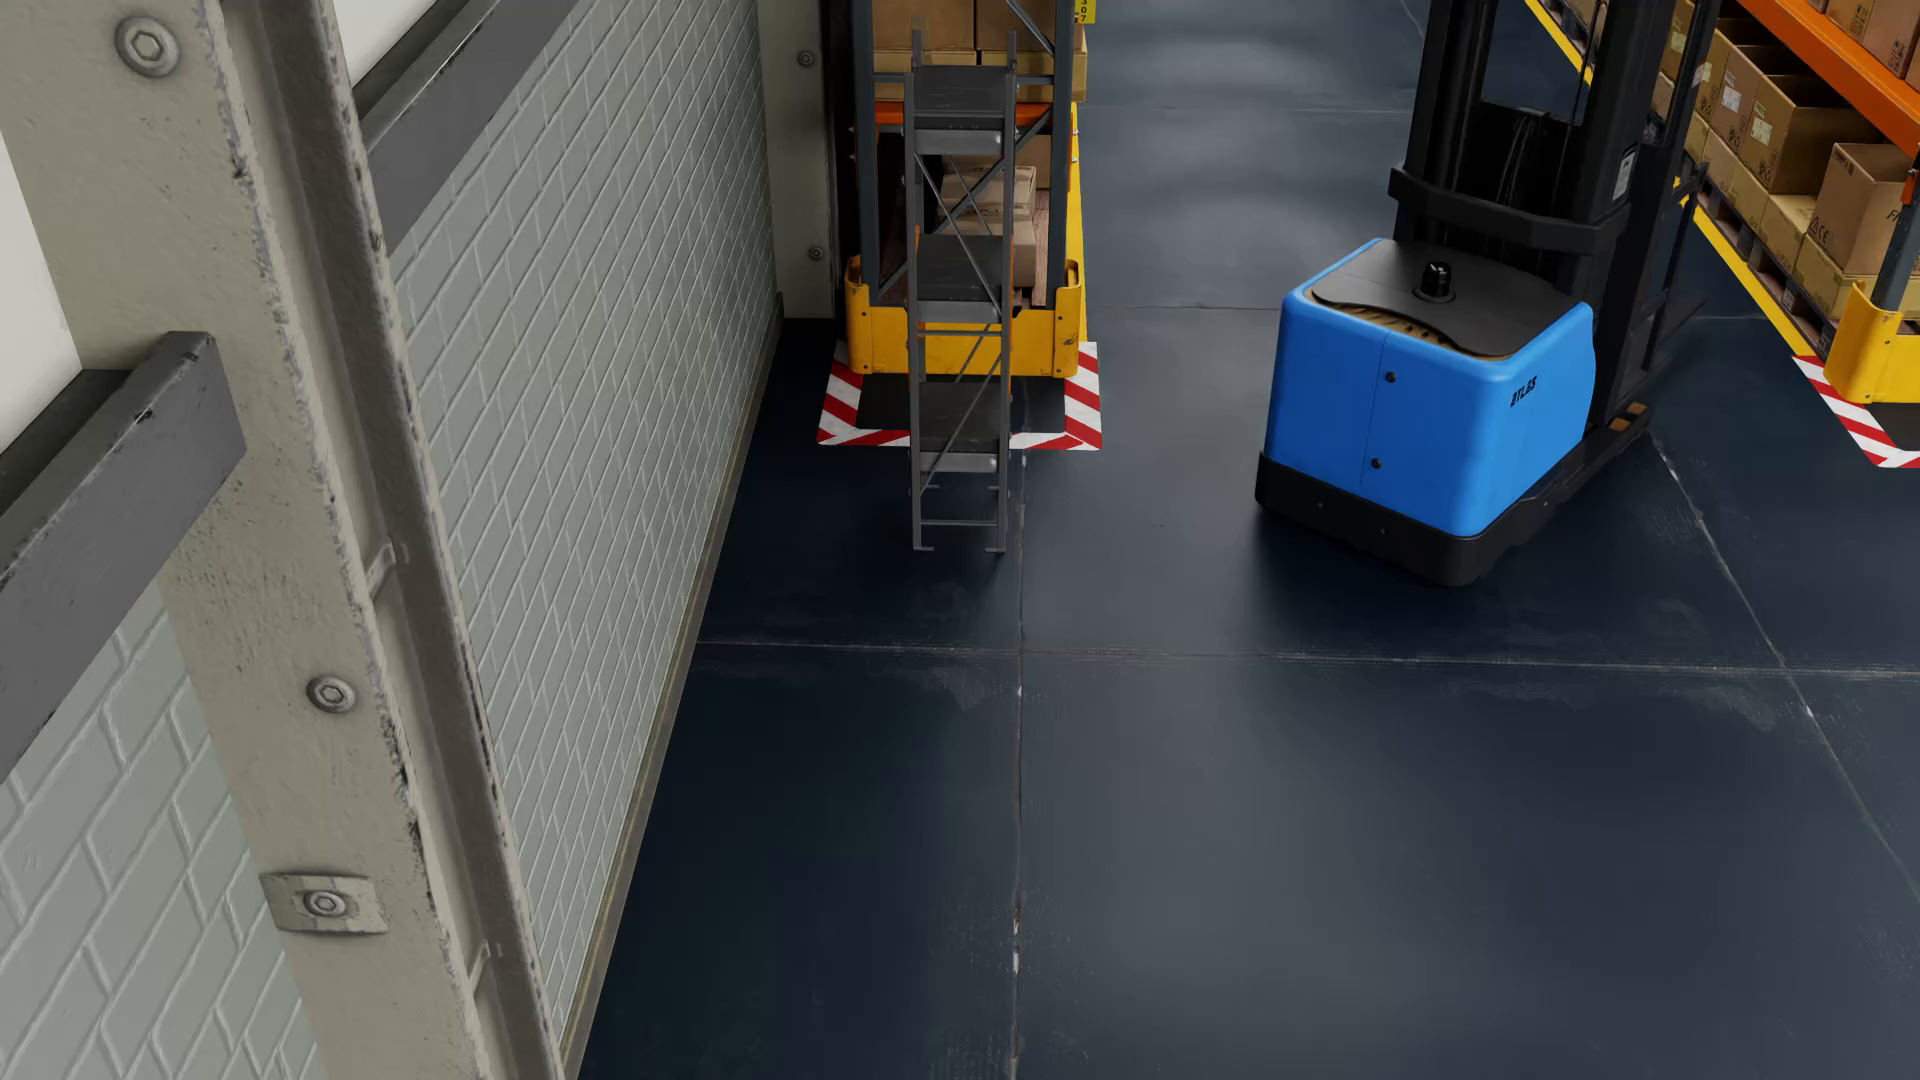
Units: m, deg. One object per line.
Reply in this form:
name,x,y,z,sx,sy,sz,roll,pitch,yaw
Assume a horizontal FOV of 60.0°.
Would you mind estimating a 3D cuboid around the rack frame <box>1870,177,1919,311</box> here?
rack frame,4.964,-2.003,7.492,1.000,3.000,0.127,1,35,2

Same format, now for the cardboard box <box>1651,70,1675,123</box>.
cardboard box,4.778,-2.802,10.654,0.500,0.250,0.500,1,35,2

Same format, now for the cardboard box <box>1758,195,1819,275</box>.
cardboard box,4.698,-1.653,9.019,0.500,0.250,0.500,1,35,2

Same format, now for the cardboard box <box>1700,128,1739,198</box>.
cardboard box,4.739,-2.227,9.837,0.500,0.250,0.500,1,35,2

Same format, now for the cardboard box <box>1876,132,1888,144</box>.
cardboard box,5.233,-2.235,9.195,0.500,0.500,0.500,1,35,2

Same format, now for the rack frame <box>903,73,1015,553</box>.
rack frame,-0.003,-0.814,6.582,0.400,2.100,0.015,1,35,2

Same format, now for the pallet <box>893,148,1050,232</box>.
pallet,0.137,-2.184,10.173,1.003,0.211,1.213,1,35,2

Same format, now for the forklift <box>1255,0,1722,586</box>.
forklift,2.660,-1.777,7.229,1.130,2.935,3.031,27,43,33

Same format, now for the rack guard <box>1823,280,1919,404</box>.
rack guard,4.963,-0.967,8.191,1.175,0.500,0.348,1,35,2

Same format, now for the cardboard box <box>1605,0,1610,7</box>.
cardboard box,4.855,-3.817,11.611,0.500,0.311,0.500,1,35,2

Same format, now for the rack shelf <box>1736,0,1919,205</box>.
rack shelf,5.044,-2.858,9.334,1.077,0.370,4.000,1,35,2

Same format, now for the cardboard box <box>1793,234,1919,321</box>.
cardboard box,4.690,-1.365,8.610,0.500,0.250,0.500,1,35,2

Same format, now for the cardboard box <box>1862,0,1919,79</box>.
cardboard box,5.012,-2.614,8.274,0.700,0.500,0.500,2,35,3

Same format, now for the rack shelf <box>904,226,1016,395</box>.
rack shelf,0.007,-0.943,6.789,0.431,0.518,0.480,1,35,2

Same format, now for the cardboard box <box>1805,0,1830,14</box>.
cardboard box,5.055,-3.202,9.110,0.700,0.500,0.500,2,35,3

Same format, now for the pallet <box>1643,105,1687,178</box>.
pallet,5.051,-2.705,10.915,1.003,0.211,1.213,1,35,2

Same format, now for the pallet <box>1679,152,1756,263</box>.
pallet,5.005,-2.002,9.915,1.003,0.211,1.213,1,35,2

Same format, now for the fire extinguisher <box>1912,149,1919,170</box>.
fire extinguisher,4.495,-1.915,7.433,0.296,0.674,0.183,1,35,2

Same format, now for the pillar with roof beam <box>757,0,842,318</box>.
pillar with roof beam,3.480,-4.893,6.386,9.100,9.000,0.400,1,35,2

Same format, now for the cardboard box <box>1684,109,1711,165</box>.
cardboard box,4.753,-2.515,10.246,0.500,0.250,0.500,1,35,2

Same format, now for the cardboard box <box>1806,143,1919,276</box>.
cardboard box,4.688,-1.672,8.394,0.500,0.500,0.500,1,35,2

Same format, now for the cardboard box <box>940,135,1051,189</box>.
cardboard box,0.234,-2.416,9.871,0.700,0.500,0.500,-1,35,-1

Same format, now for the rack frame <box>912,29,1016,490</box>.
rack frame,0.016,-1.094,6.981,0.400,2.100,0.015,1,35,2

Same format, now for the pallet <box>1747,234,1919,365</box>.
pallet,4.953,-1.303,8.920,1.003,0.211,1.213,1,35,2

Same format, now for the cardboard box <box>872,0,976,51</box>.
cardboard box,-0.179,-2.645,7.866,0.500,0.500,0.500,1,35,1

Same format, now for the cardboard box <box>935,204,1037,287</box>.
cardboard box,0.132,-1.591,8.861,0.500,0.311,0.500,-2,35,-3

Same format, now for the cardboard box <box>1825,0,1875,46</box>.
cardboard box,5.038,-2.899,8.680,0.700,0.500,0.500,2,35,2

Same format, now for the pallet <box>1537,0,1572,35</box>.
pallet,5.162,-4.288,13.167,1.003,0.211,1.213,1,35,2

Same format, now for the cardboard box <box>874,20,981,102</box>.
cardboard box,-0.161,-2.336,8.078,0.500,0.250,0.500,2,35,3

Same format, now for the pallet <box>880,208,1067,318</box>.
pallet,0.085,-1.484,9.179,1.003,0.211,1.213,1,35,2

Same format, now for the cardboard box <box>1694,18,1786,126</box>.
cardboard box,4.753,-2.821,10.030,0.500,0.500,0.500,1,35,2

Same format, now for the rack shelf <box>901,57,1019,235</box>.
rack shelf,0.007,-1.516,6.387,0.431,0.518,0.480,1,35,2

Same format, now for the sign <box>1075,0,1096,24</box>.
sign,0.556,-2.457,7.385,0.100,0.325,0.005,1,35,2

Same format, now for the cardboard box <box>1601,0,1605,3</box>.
cardboard box,4.869,-4.116,12.037,0.500,0.311,0.500,2,35,3

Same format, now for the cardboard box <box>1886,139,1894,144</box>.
cardboard box,5.226,-1.947,8.786,0.500,0.500,0.500,1,35,2

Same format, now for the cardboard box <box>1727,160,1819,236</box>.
cardboard box,4.717,-1.940,9.428,0.500,0.250,0.500,1,35,2

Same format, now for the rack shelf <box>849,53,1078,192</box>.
rack shelf,0.095,-2.970,9.494,1.077,0.370,4.000,1,35,2

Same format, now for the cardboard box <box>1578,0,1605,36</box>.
cardboard box,4.874,-3.884,12.194,0.500,0.250,0.500,1,35,1

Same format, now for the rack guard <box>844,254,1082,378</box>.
rack guard,0.017,-1.137,8.433,1.175,0.500,0.348,1,35,2

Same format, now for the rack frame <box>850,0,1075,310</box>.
rack frame,0.014,-2.116,7.652,1.000,3.000,0.127,1,35,2

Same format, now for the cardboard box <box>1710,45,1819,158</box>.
cardboard box,4.735,-2.534,9.621,0.500,0.500,0.500,1,35,2

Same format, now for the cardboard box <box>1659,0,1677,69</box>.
cardboard box,4.793,-3.396,10.847,0.500,0.500,0.500,1,35,2

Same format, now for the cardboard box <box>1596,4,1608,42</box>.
cardboard box,4.852,-3.593,11.780,0.500,0.250,0.500,1,35,1

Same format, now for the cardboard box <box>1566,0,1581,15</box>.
cardboard box,4.894,-4.178,12.612,0.500,0.250,0.500,2,35,3

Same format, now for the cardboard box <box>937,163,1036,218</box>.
cardboard box,0.155,-1.919,9.327,0.500,0.311,0.500,4,35,6

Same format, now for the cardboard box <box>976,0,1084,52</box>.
cardboard box,0.334,-2.637,7.854,0.500,0.500,0.500,1,35,2

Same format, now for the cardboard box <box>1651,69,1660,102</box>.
cardboard box,4.803,-3.089,11.063,0.500,0.250,0.500,1,35,2

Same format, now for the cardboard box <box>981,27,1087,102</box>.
cardboard box,0.351,-2.336,8.078,0.500,0.250,0.500,0,35,1

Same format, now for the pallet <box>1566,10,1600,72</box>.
pallet,5.115,-3.585,12.167,1.003,0.211,1.213,1,35,2

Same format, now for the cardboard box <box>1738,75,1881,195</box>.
cardboard box,4.714,-2.247,9.212,0.500,0.500,0.500,1,35,2

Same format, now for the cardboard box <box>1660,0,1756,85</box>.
cardboard box,4.781,-3.109,10.438,0.500,0.500,0.500,1,35,2

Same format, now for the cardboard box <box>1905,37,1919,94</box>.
cardboard box,4.996,-2.312,7.844,0.700,0.500,0.500,1,35,2

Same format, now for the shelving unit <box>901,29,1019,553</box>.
shelving unit,0.007,-0.954,6.782,0.431,2.100,0.503,1,35,2

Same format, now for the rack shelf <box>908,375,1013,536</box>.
rack shelf,0.007,-0.370,7.192,0.431,0.518,0.480,1,35,2
